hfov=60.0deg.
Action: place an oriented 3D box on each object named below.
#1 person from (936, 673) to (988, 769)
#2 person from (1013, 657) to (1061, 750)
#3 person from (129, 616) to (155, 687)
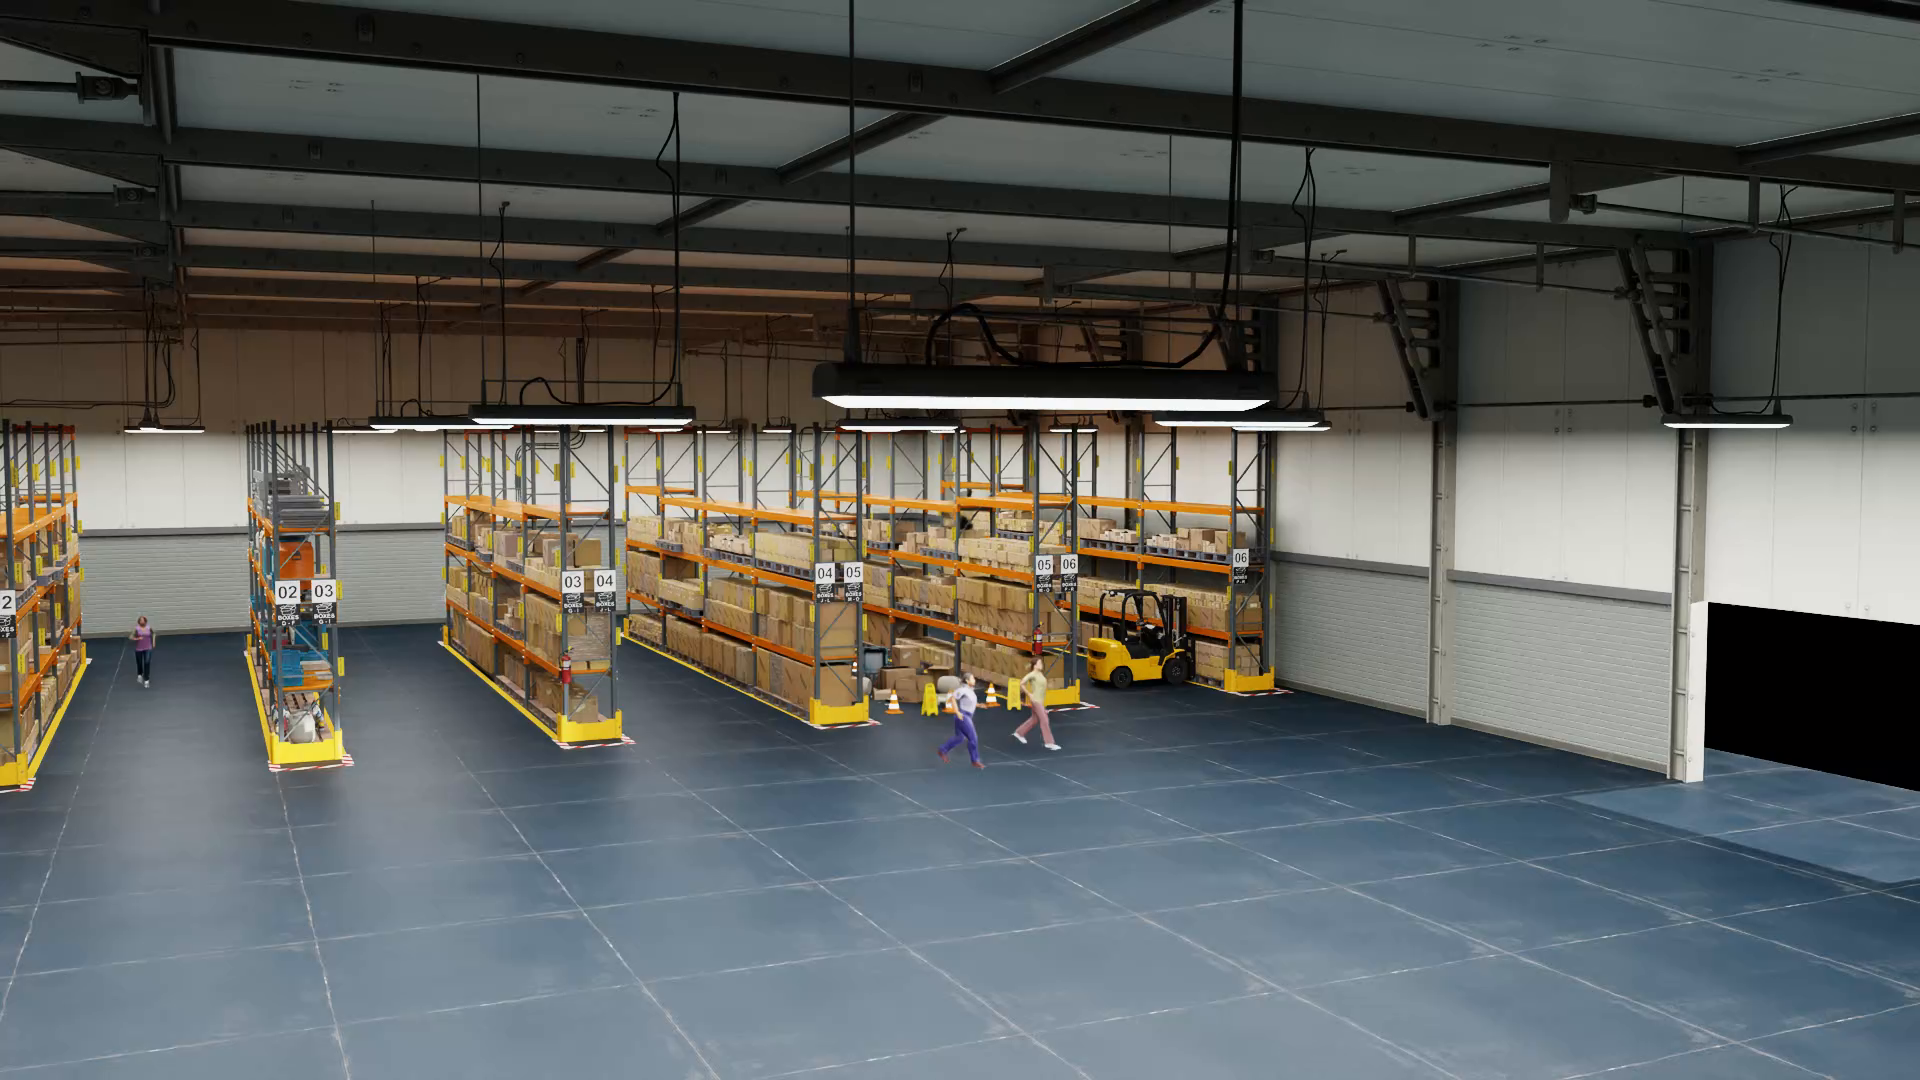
[{"bbox_3d":[0.027,3.112,28.732,0.935,1.661,0.563,1,4,8],"label":"person"},{"bbox_3d":[1.405,2.964,30.359,0.963,1.661,0.562,1,4,22],"label":"person"},{"bbox_3d":[-18.688,2.523,38.029,0.573,1.595,0.860,-2,4,-33],"label":"person"}]
